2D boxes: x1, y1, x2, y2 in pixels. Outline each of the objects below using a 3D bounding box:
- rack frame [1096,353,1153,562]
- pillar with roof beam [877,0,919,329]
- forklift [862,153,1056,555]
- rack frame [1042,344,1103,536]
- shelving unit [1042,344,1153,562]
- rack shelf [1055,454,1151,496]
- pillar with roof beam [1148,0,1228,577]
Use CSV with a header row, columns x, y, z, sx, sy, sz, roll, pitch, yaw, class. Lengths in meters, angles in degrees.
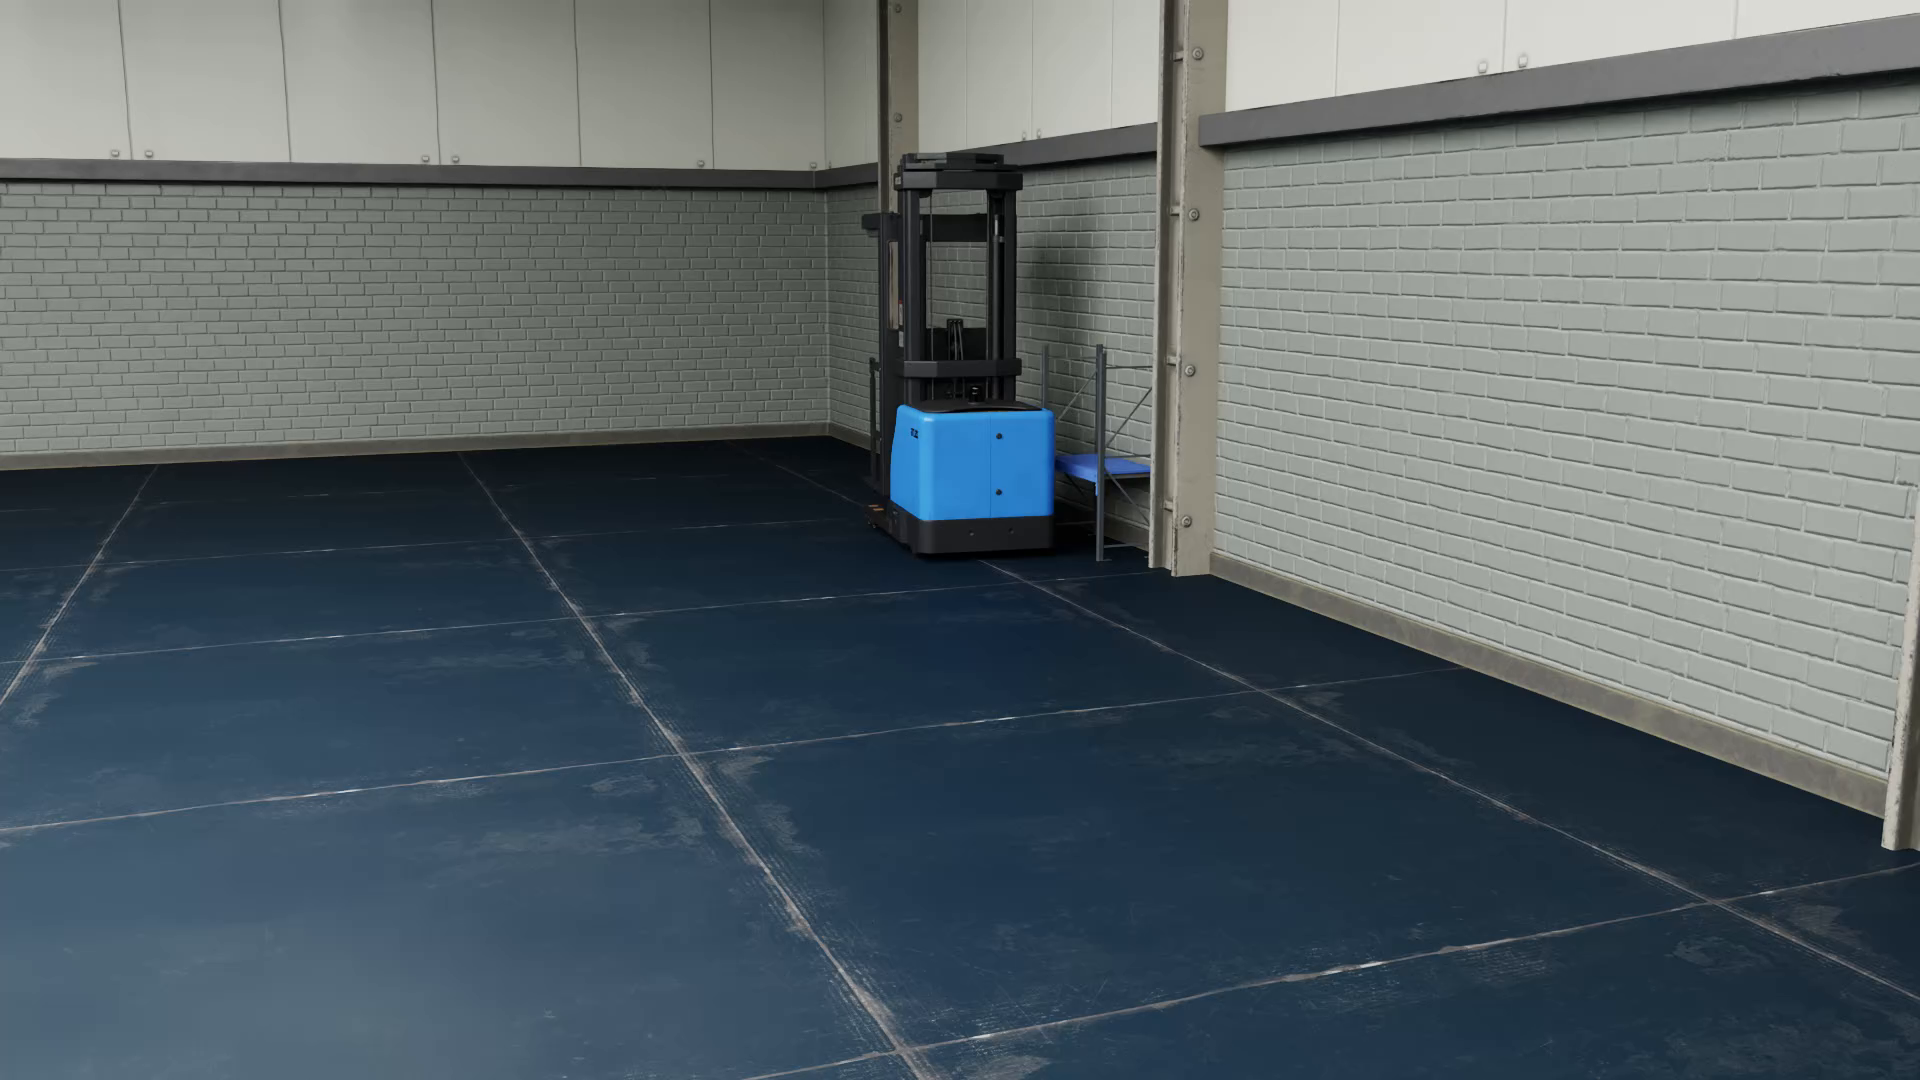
x,y,z,sx,sy,sz,roll,pitch,yaw,class
1.227,-0.600,12.012,0.500,1.500,0.032,-4,11,-20,rack frame
-4.630,-4.925,14.915,9.100,9.000,0.400,-4,11,-21,pillar with roof beam
-0.159,-1.550,13.262,1.130,2.935,3.031,-3,10,-14,forklift
0.869,-0.767,12.948,0.500,1.500,0.032,-4,11,-20,rack frame
1.048,-0.683,12.480,0.538,1.500,1.048,-4,11,-20,shelving unit
1.048,-0.506,12.511,0.538,0.185,1.000,-4,11,-20,rack shelf
-2.456,-3.946,9.409,9.100,9.000,0.400,-4,11,-21,pillar with roof beam
